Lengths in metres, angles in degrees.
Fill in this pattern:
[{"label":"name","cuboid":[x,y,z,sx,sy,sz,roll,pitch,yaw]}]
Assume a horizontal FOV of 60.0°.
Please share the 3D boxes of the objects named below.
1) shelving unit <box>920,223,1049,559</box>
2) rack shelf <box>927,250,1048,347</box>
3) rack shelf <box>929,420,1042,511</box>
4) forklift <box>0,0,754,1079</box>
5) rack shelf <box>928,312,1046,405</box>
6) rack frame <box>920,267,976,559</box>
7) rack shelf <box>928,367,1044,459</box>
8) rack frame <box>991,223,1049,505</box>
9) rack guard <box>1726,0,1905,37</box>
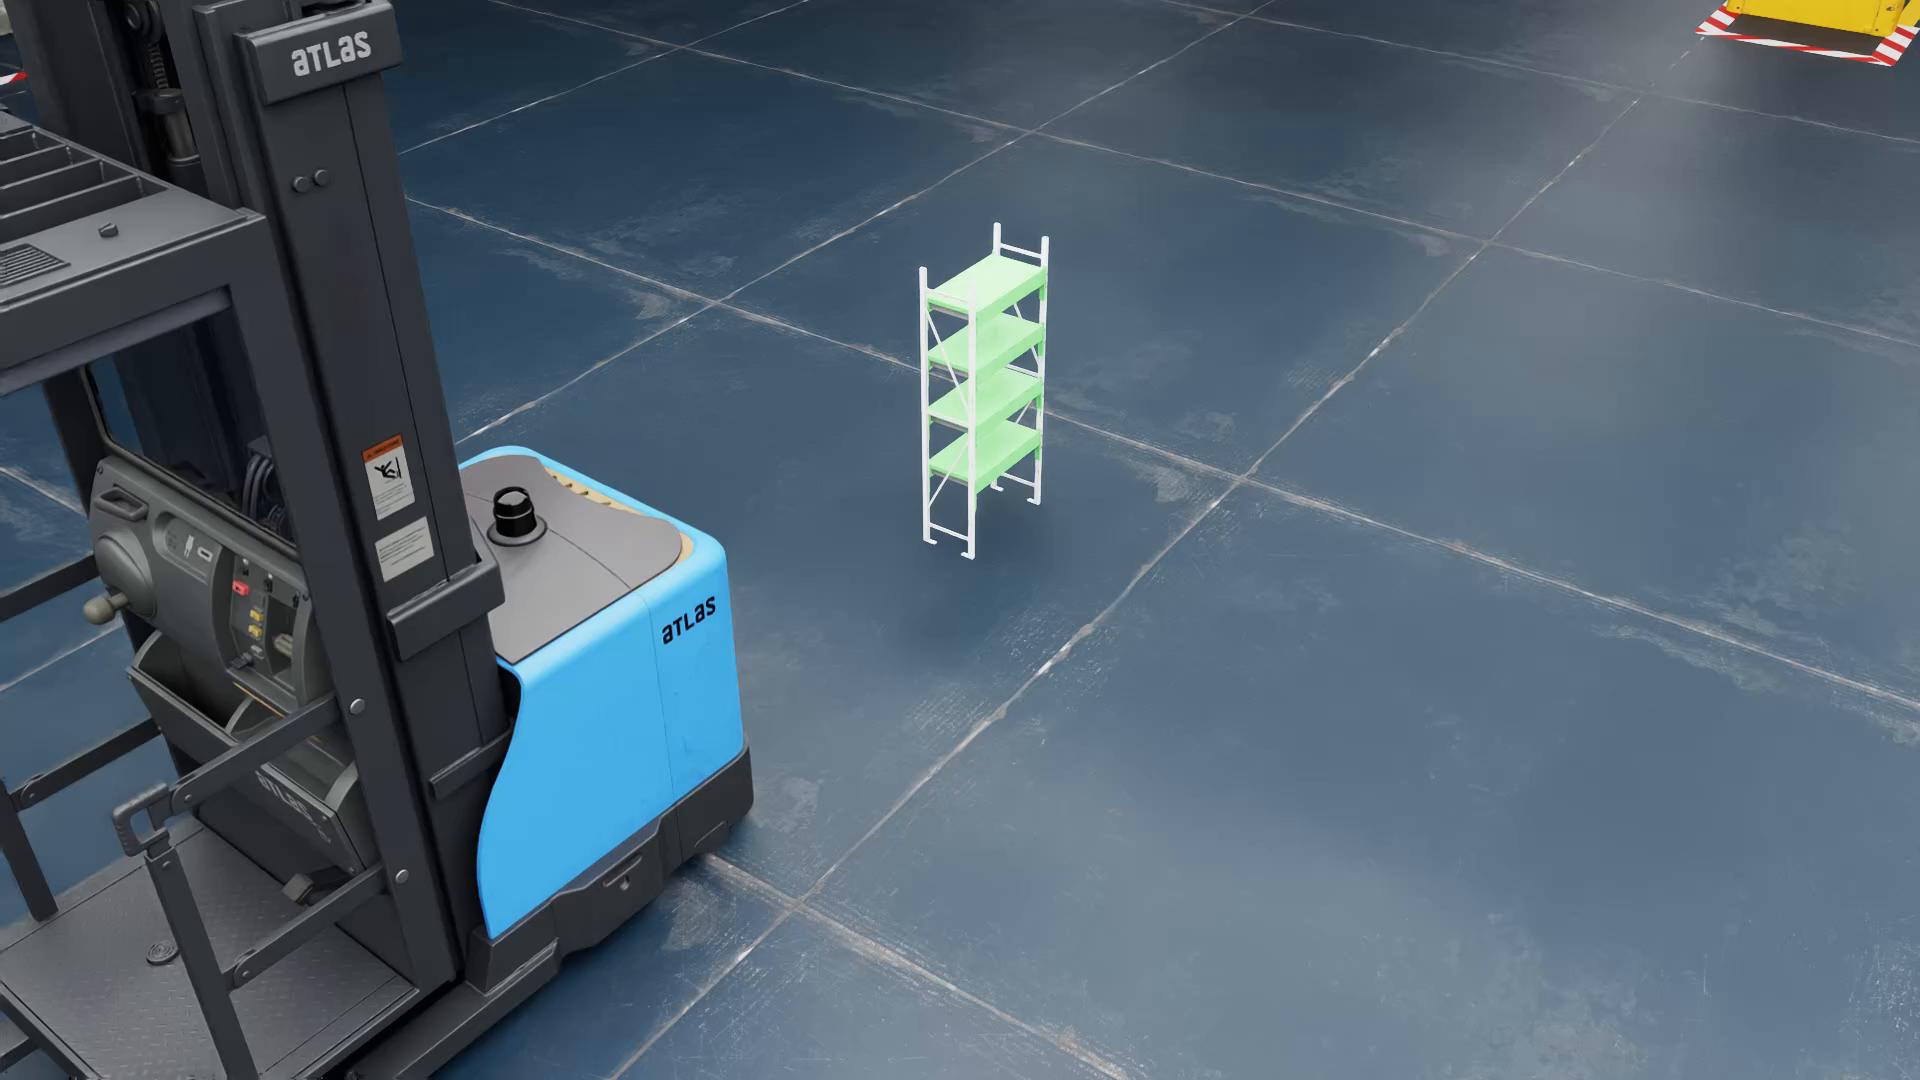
[{"label":"shelving unit","cuboid":[0.094,-0.573,6.527,0.258,1.200,0.503,21,39,28]},{"label":"rack shelf","cuboid":[0.094,-0.918,6.293,0.258,0.148,0.480,21,39,28]},{"label":"rack shelf","cuboid":[0.094,-0.321,6.697,0.258,0.148,0.480,21,39,28]},{"label":"forklift","cuboid":[-1.967,0.168,3.885,1.130,2.935,3.031,24,41,31]},{"label":"rack shelf","cuboid":[0.094,-0.719,6.428,0.258,0.148,0.480,21,39,28]},{"label":"rack frame","cuboid":[-0.045,-0.461,6.360,0.240,1.200,0.015,21,39,28]},{"label":"rack shelf","cuboid":[0.094,-0.520,6.562,0.258,0.148,0.480,21,39,28]},{"label":"rack frame","cuboid":[0.234,-0.685,6.693,0.240,1.200,0.015,21,39,28]},{"label":"rack guard","cuboid":[6.433,-4.156,12.449,1.175,0.500,0.348,21,39,28]}]
